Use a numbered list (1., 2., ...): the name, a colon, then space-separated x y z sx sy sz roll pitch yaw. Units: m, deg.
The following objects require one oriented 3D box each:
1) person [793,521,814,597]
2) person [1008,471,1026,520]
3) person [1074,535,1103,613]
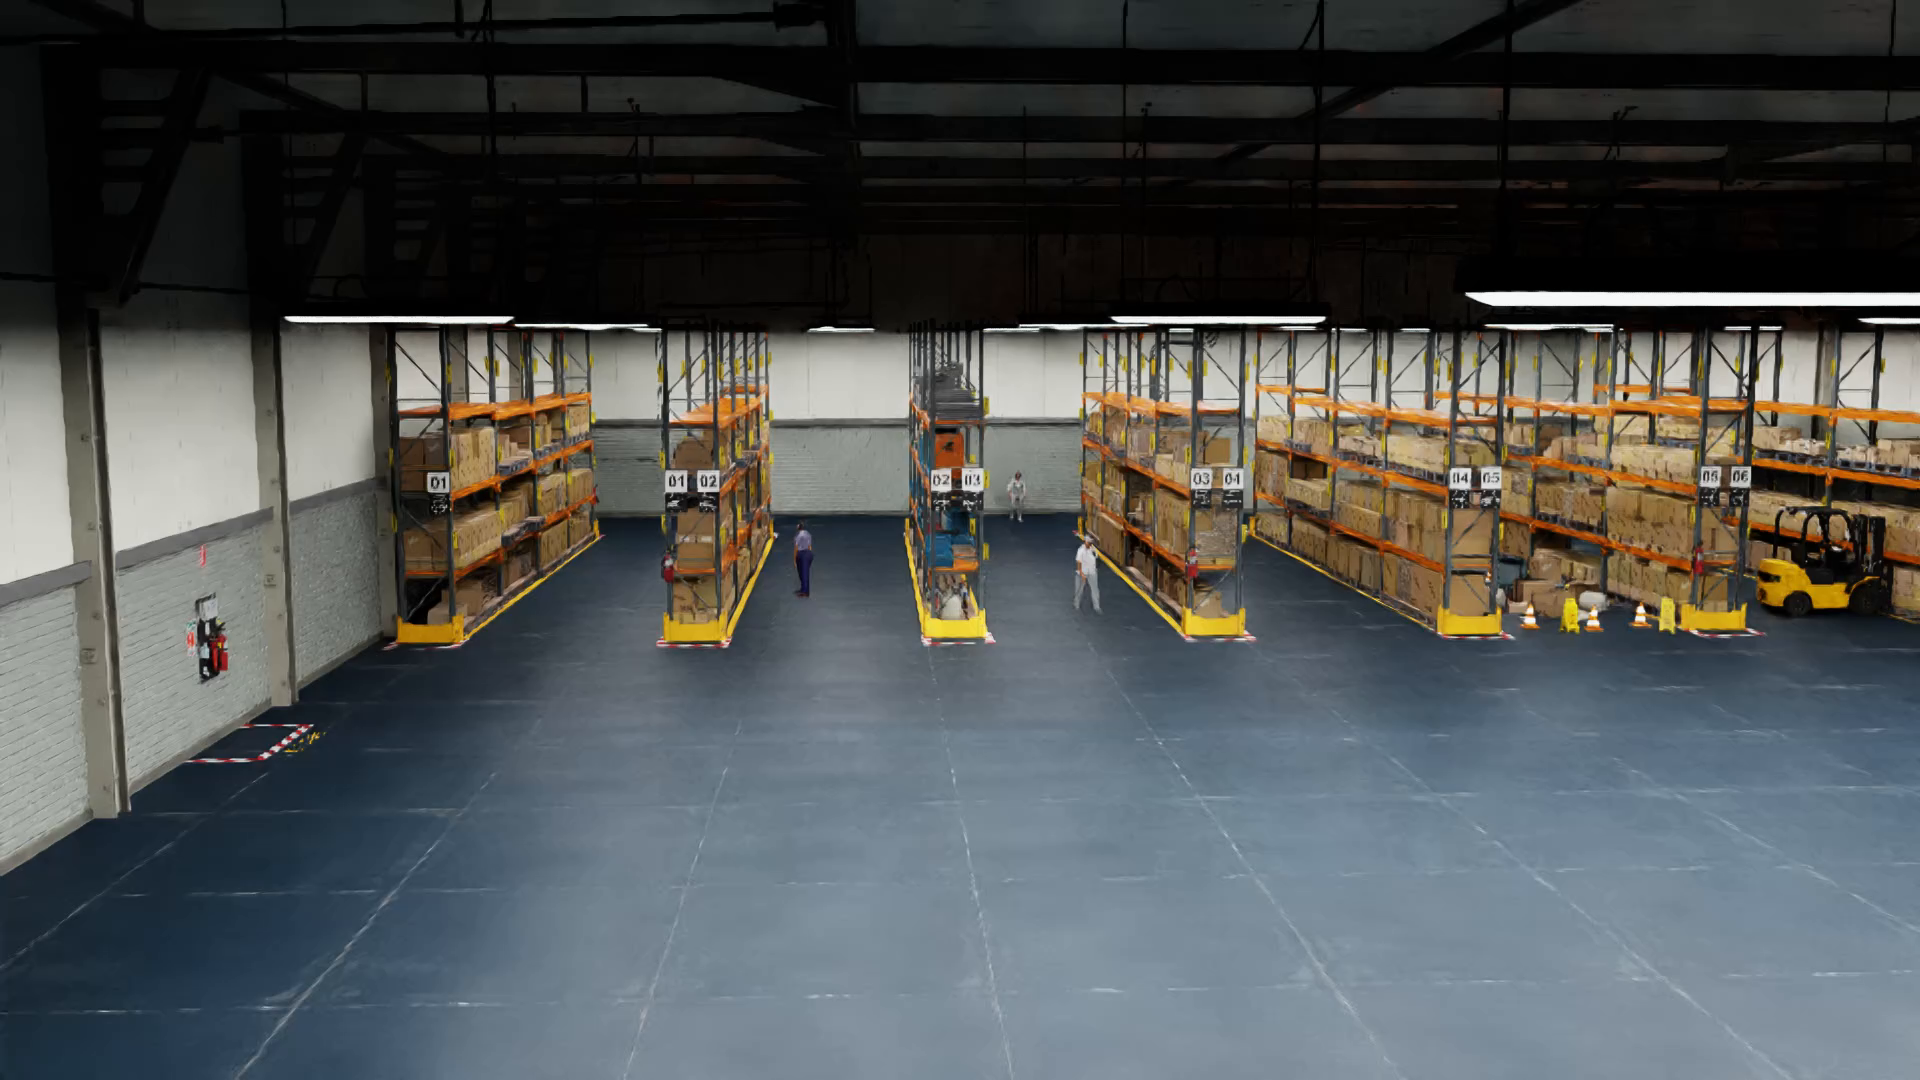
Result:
1. person: -3.479 0.389 36.531 0.547 1.644 0.592 4 8 29
2. person: 1.757 -1.364 51.258 0.566 1.541 0.519 -1 7 -6
3. person: 2.621 0.681 34.347 0.491 1.598 1.000 -1 7 -12
